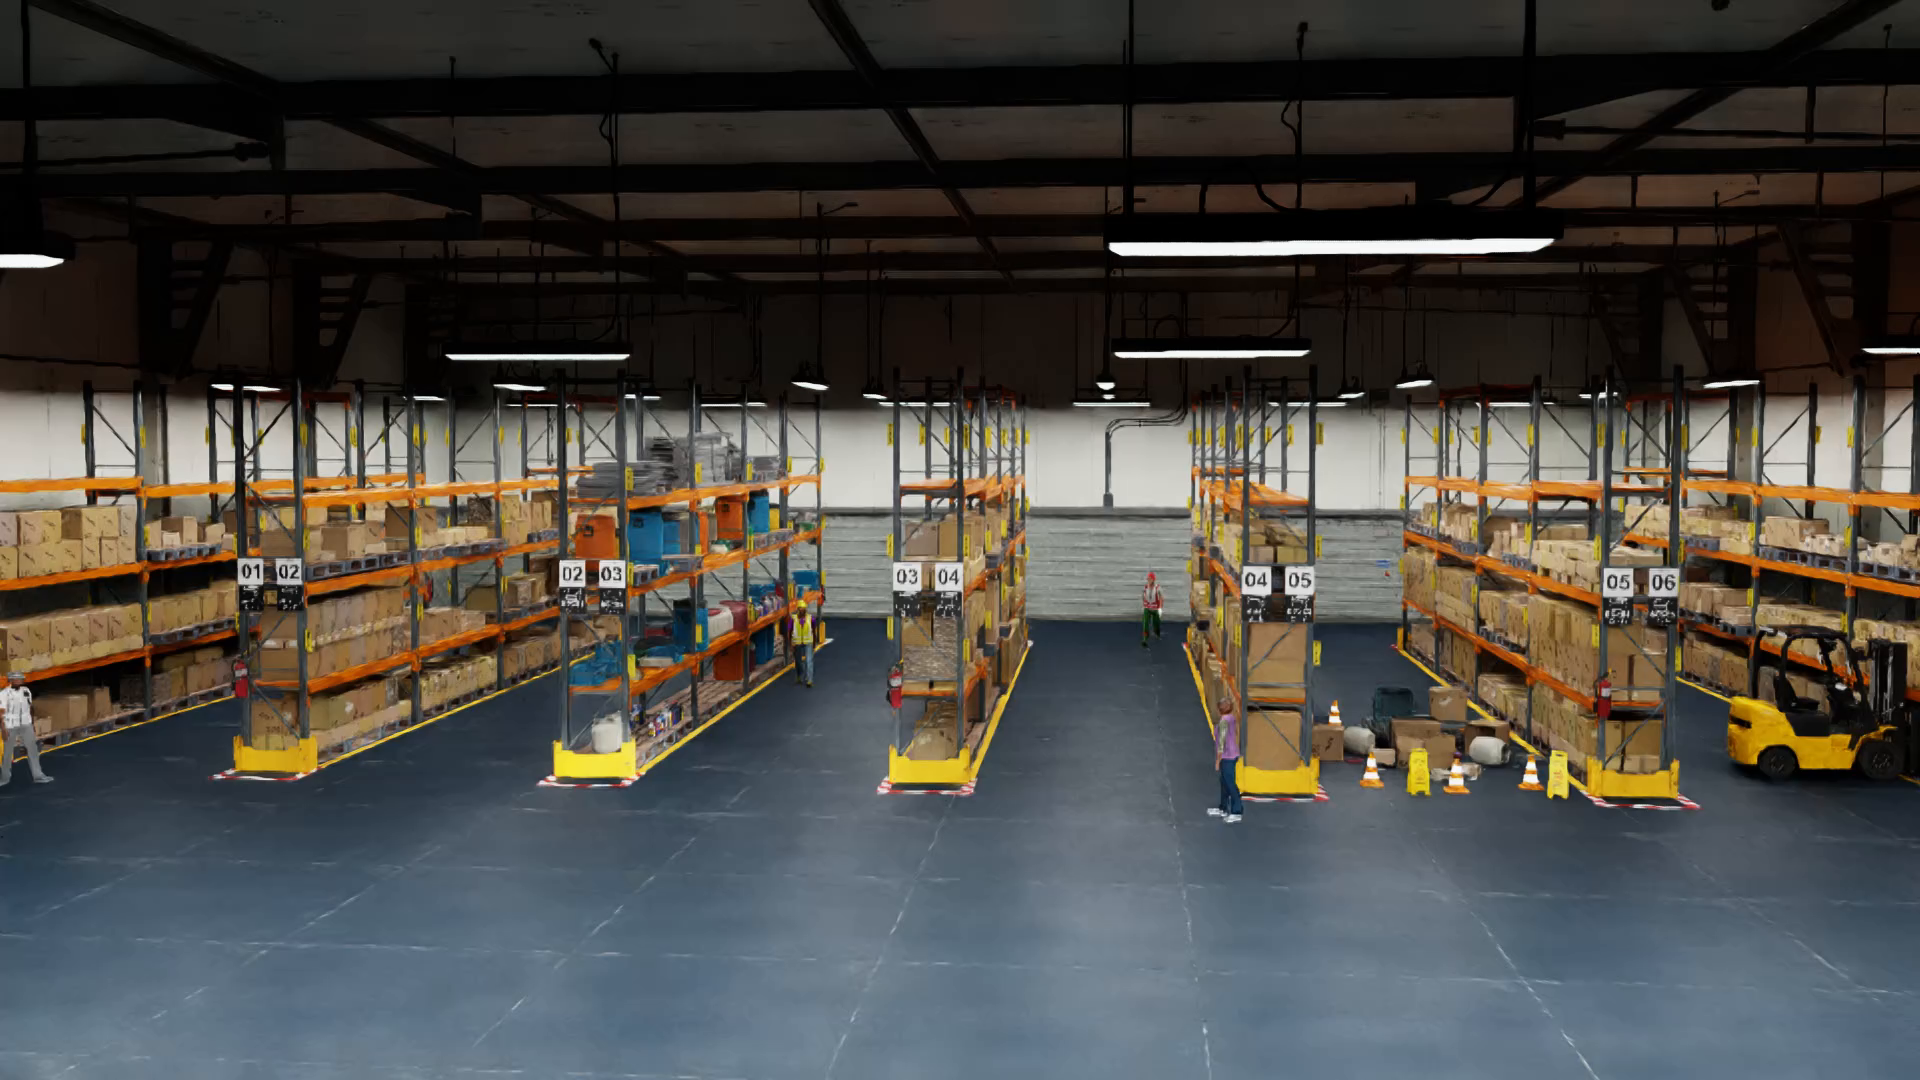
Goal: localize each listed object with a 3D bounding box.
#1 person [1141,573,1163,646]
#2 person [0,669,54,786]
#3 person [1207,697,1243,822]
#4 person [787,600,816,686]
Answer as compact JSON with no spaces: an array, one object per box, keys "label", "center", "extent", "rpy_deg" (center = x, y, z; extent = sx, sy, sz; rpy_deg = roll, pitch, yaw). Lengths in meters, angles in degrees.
[{"label":"person","center":[4.629,1.657,39.977],"extent":[0.529,1.756,0.996],"rpy_deg":[1,4,16]},{"label":"person","center":[-13.487,2.672,23.862],"extent":[0.522,1.675,0.687],"rpy_deg":[3,5,38]},{"label":"person","center":[3.465,2.842,21.709],"extent":[0.527,1.588,0.540],"rpy_deg":[1,4,22]},{"label":"person","center":[-3.180,2.064,33.431],"extent":[0.571,1.708,1.035],"rpy_deg":[0,4,-3]}]
